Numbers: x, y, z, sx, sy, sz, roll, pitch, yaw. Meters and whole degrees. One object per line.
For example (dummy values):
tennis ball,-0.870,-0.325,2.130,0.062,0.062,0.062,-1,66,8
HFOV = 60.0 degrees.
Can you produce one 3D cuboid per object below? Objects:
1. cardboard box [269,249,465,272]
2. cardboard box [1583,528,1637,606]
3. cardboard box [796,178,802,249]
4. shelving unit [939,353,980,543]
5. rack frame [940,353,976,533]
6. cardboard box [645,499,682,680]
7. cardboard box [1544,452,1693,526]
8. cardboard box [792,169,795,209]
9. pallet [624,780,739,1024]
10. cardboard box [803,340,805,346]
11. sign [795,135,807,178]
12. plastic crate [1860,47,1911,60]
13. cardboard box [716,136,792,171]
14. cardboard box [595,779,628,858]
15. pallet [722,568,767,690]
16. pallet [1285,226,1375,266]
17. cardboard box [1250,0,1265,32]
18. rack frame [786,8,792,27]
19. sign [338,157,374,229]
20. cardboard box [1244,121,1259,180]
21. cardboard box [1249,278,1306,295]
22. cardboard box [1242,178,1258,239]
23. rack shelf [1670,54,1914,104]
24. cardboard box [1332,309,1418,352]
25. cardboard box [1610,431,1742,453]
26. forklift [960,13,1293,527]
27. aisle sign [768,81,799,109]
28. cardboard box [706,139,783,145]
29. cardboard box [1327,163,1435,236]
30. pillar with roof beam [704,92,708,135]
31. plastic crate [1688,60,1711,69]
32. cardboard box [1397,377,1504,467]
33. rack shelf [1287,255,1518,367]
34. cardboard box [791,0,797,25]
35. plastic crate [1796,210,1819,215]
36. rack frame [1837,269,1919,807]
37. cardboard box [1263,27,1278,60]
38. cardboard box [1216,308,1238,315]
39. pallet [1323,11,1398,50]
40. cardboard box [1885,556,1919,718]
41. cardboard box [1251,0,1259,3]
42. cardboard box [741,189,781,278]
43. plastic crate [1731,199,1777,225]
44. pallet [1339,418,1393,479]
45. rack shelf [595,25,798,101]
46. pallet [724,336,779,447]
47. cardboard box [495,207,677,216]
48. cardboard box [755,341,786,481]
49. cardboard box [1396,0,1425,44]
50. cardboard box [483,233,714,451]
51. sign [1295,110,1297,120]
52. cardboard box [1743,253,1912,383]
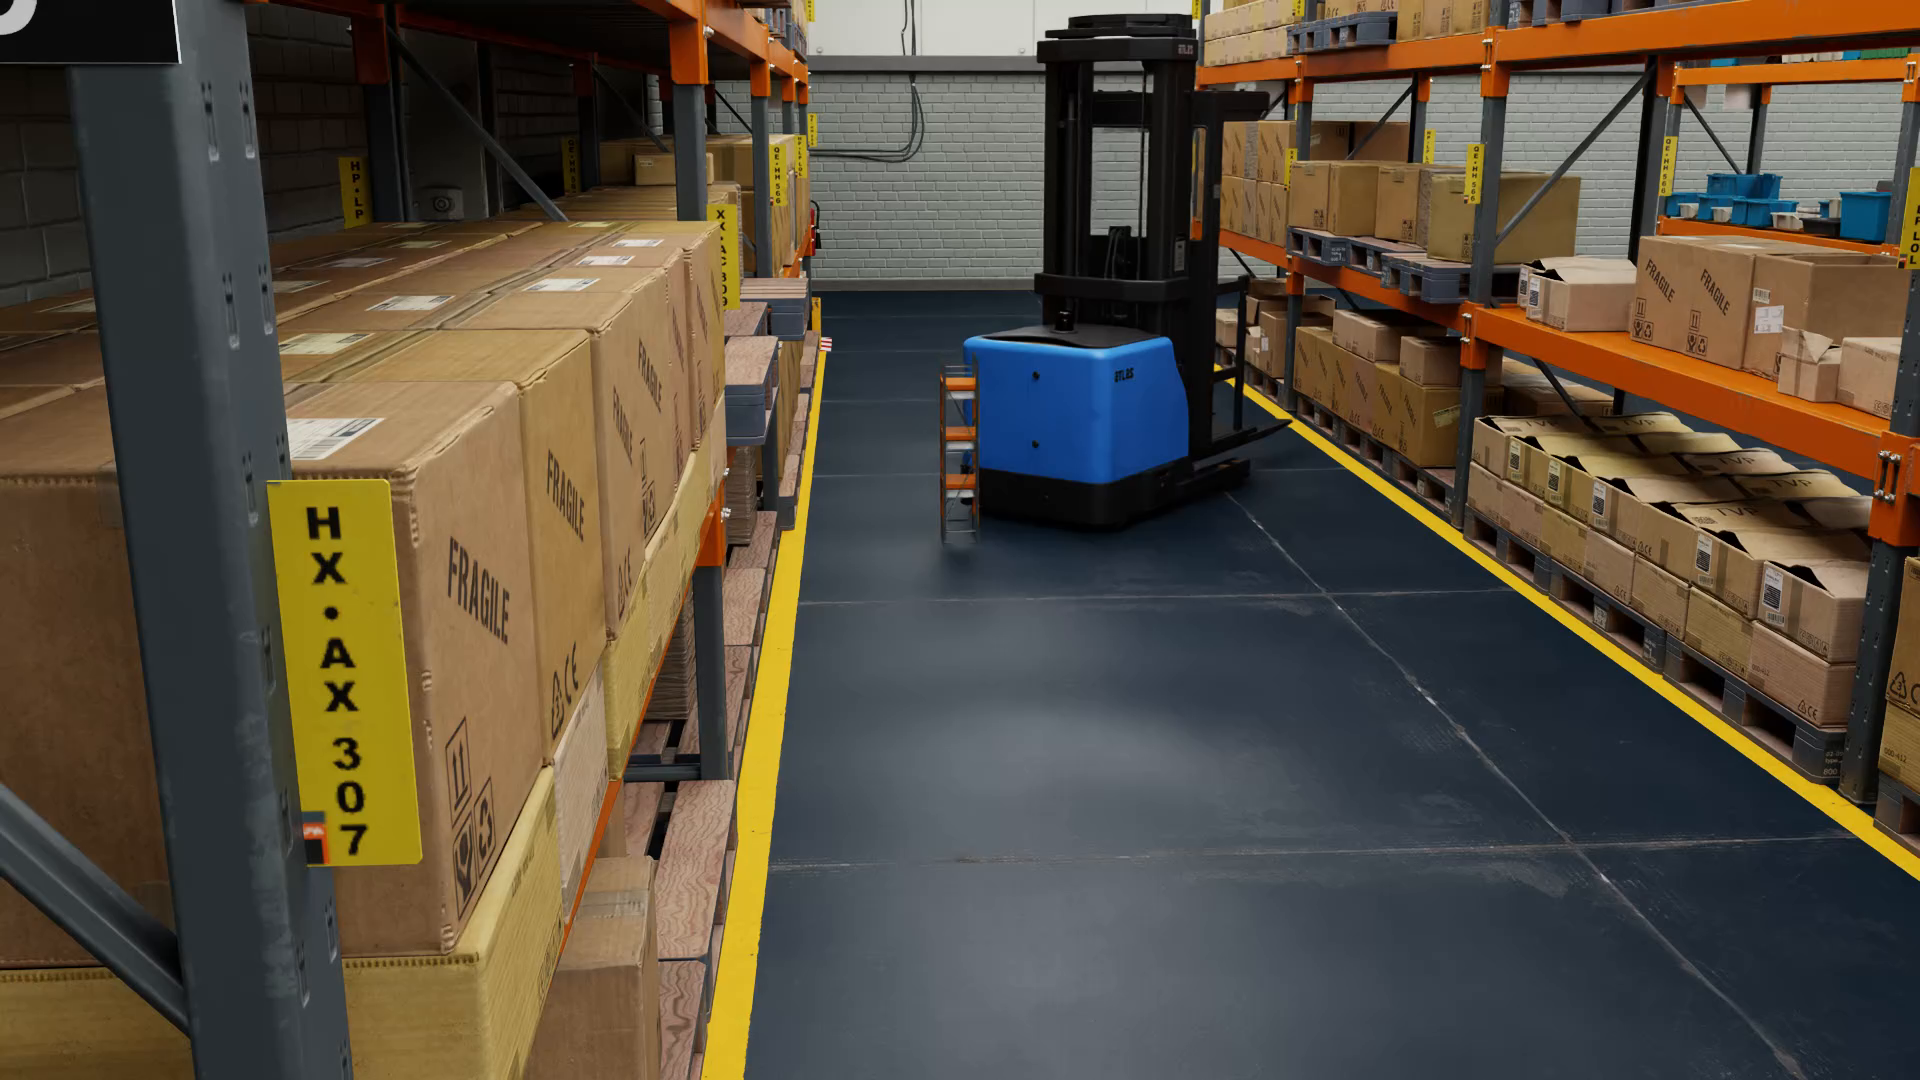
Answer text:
cardboard box,-1.412,-0.383,3.753,0.500,0.500,0.500,0,14,-2
cardboard box,3.251,0.116,7.729,0.500,0.250,0.500,-1,14,-2
cardboard box,-1.799,-2.726,13.500,0.980,0.700,0.700,-1,14,-3
shelving unit,-0.003,-0.522,9.447,0.215,1.050,0.252,-1,14,-3
rack frame,-0.011,-0.552,9.565,0.200,1.050,0.008,-1,14,-3
cardboard box,-0.853,0.094,3.402,0.500,0.250,0.500,-1,14,-3
cardboard box,3.220,-0.279,8.143,0.500,0.311,0.500,-1,14,-5
cardboard box,-1.502,-2.537,12.529,0.500,0.500,0.500,-1,14,-4
pallet,-1.209,1.061,4.980,1.003,0.211,1.213,-1,14,-3
cardboard box,-1.855,-2.136,15.983,0.700,0.500,0.500,-1,14,-4
sign,-1.241,-2.979,12.920,0.100,0.325,0.005,-1,14,-3
plastic crate,7.778,-4.049,13.650,0.450,0.188,0.662,-1,14,-3
cardboard box,-1.475,-2.771,11.936,0.500,0.250,0.500,-1,14,-2
cardboard box,-1.182,0.799,4.535,0.500,0.500,0.500,-2,15,-8
pallet,-1.414,0.397,7.561,1.003,0.211,1.213,-1,14,-3
pallet,3.103,-2.230,12.558,1.003,0.211,1.213,-1,14,-3
cardboard box,2.805,-4.511,14.316,0.500,0.250,0.500,-1,14,-3
rack frame,-1.782,-5.351,12.264,1.000,3.000,0.127,-1,14,-3
sign,-1.840,-1.007,5.098,0.100,0.325,0.005,-1,14,-3
cardboard box,2.807,-3.430,14.631,0.500,0.500,0.500,-1,14,-3
cardboard box,3.194,-2.389,16.925,0.500,0.500,0.500,-1,14,-3
cardboard box,2.808,-2.948,14.763,0.500,0.500,0.500,-1,14,-2
rack shelf,7.982,-4.200,15.255,1.077,0.370,4.000,-1,14,-3
cardboard box,3.011,-1.516,12.027,0.500,0.250,0.500,-1,14,-3
cardboard box,3.727,-0.416,8.673,0.500,0.311,0.500,-1,14,-4
forklift,1.260,-1.809,10.674,1.130,2.935,3.031,10,17,34
aisle sign,-1.735,-4.722,16.642,0.394,0.787,0.004,-1,14,-3
cardboard box,-1.374,-2.391,10.457,0.500,0.250,0.500,-1,14,-3
cardboard box,3.074,-2.484,12.116,0.700,0.500,0.500,1,14,5
pillar with roof beam,1.237,-7.070,18.947,9.100,9.000,0.400,-1,14,-3
plastic crate,7.604,-4.883,16.726,0.497,0.269,0.590,-1,14,-3
cardboard box,3.118,-0.760,10.593,0.500,0.500,0.500,0,14,-1
rack shelf,3.286,-1.677,11.469,1.077,0.370,4.000,-1,14,-3
cardboard box,-1.561,-4.253,13.276,0.500,0.250,0.500,-1,14,-4
plastic crate,8.172,-3.080,15.887,0.298,0.136,0.250,-1,14,-3
rack frame,3.658,-0.533,5.580,1.000,3.000,0.127,-1,14,-3
cardboard box,2.846,-4.144,13.896,0.500,0.250,0.500,-1,14,-3
cardboard box,2.696,-2.135,16.441,0.500,0.250,0.500,-1,14,-3
pallet,3.200,-3.464,11.326,1.213,0.211,1.003,-1,14,-3
cardboard box,3.374,0.352,5.310,0.500,0.500,0.500,-1,14,-3
cardboard box,2.985,-5.002,14.719,0.700,0.500,0.500,-1,14,-3
cardboard box,-1.309,-1.778,9.578,0.500,0.500,0.500,0,14,-2
plastic crate,7.627,-3.147,15.955,0.416,0.233,0.300,-1,14,-3
pallet,3.329,-0.667,11.694,1.003,0.211,1.213,-1,14,-3
rack shelf,-1.658,-3.053,10.795,1.077,0.370,4.000,-1,14,-3
pallet,-1.188,-0.555,6.051,1.003,0.211,1.213,-1,14,-3
cardboard box,-1.311,-0.984,6.247,0.700,0.500,0.500,1,14,2
cardboard box,-1.448,-0.798,10.080,0.750,0.750,0.750,-1,14,-4
cardboard box,3.286,-3.394,10.475,0.910,0.500,0.500,-1,14,-3
cardboard box,-0.911,-0.519,4.281,0.500,0.500,0.500,-1,14,-4
sign,3.470,-4.235,17.009,0.100,0.325,0.005,-1,14,-3
cardboard box,3.594,-0.904,6.820,0.500,0.500,0.500,0,14,1
